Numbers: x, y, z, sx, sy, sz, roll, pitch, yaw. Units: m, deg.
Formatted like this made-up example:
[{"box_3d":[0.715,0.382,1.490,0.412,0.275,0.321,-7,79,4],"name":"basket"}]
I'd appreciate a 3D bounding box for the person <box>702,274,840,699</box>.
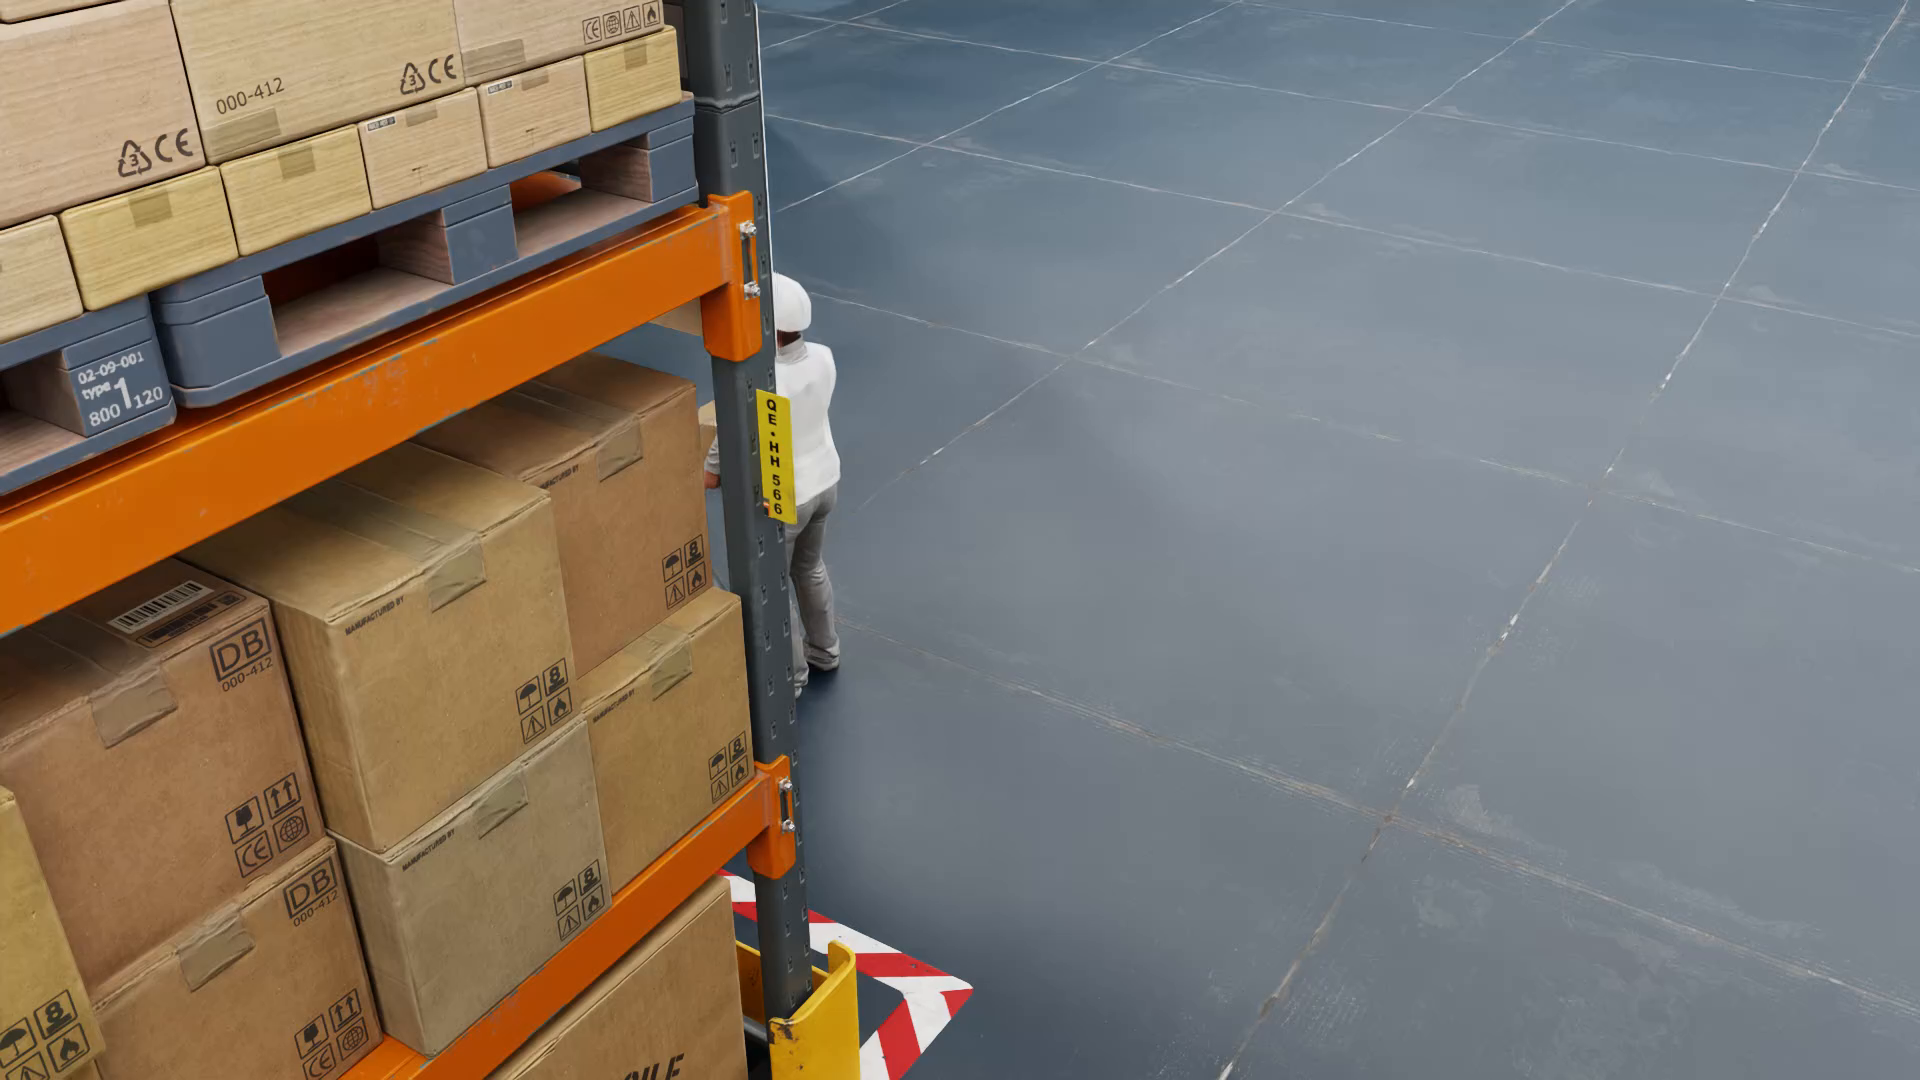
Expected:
[{"box_3d":[-0.766,-0.220,6.486,0.555,1.770,0.495,18,35,28],"name":"person"}]
